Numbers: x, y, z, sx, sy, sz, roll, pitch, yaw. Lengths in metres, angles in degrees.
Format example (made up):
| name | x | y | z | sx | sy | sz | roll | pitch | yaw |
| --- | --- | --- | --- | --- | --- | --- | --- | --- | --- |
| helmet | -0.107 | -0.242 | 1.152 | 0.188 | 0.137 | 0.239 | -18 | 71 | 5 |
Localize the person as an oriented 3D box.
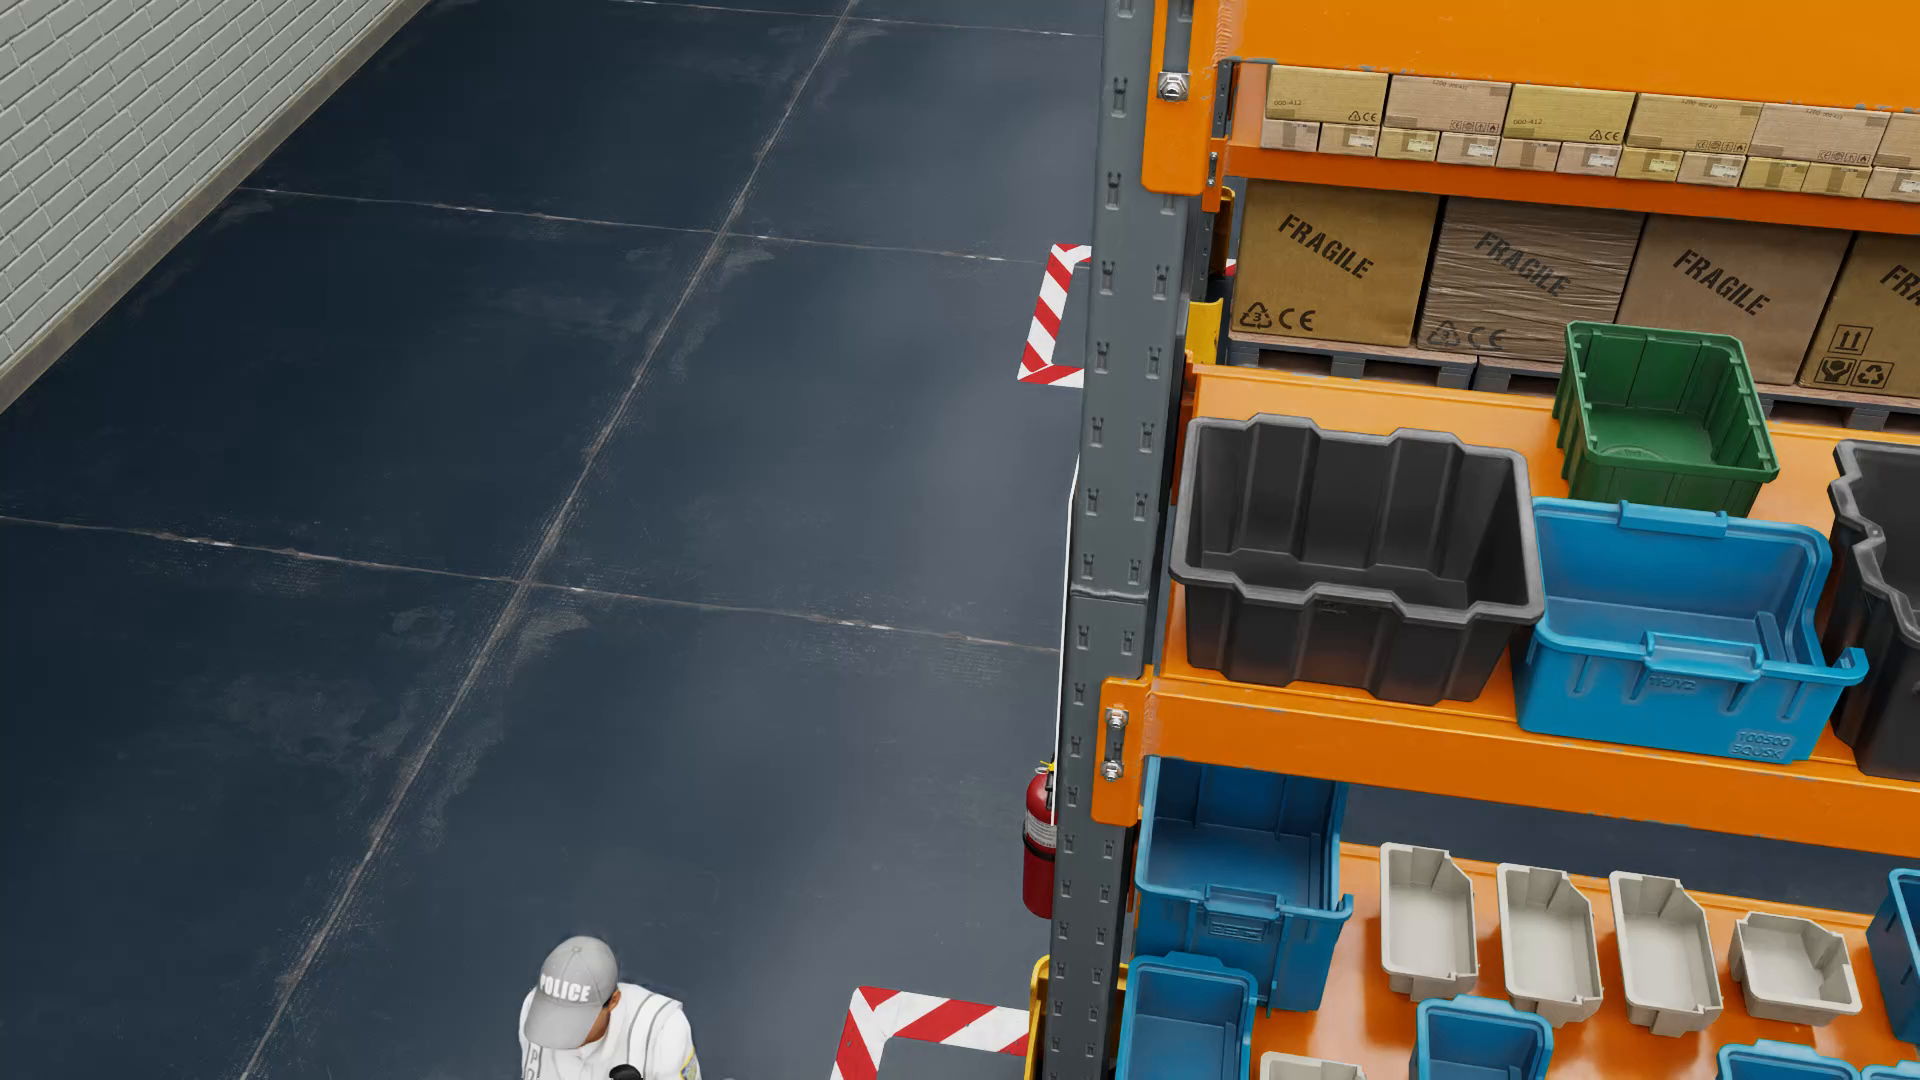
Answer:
| name | x | y | z | sx | sy | sz | roll | pitch | yaw |
| --- | --- | --- | --- | --- | --- | --- | --- | --- | --- |
| person | -0.867 | 1.524 | 4.367 | 0.477 | 1.644 | 0.676 | 5 | 41 | 6 |
